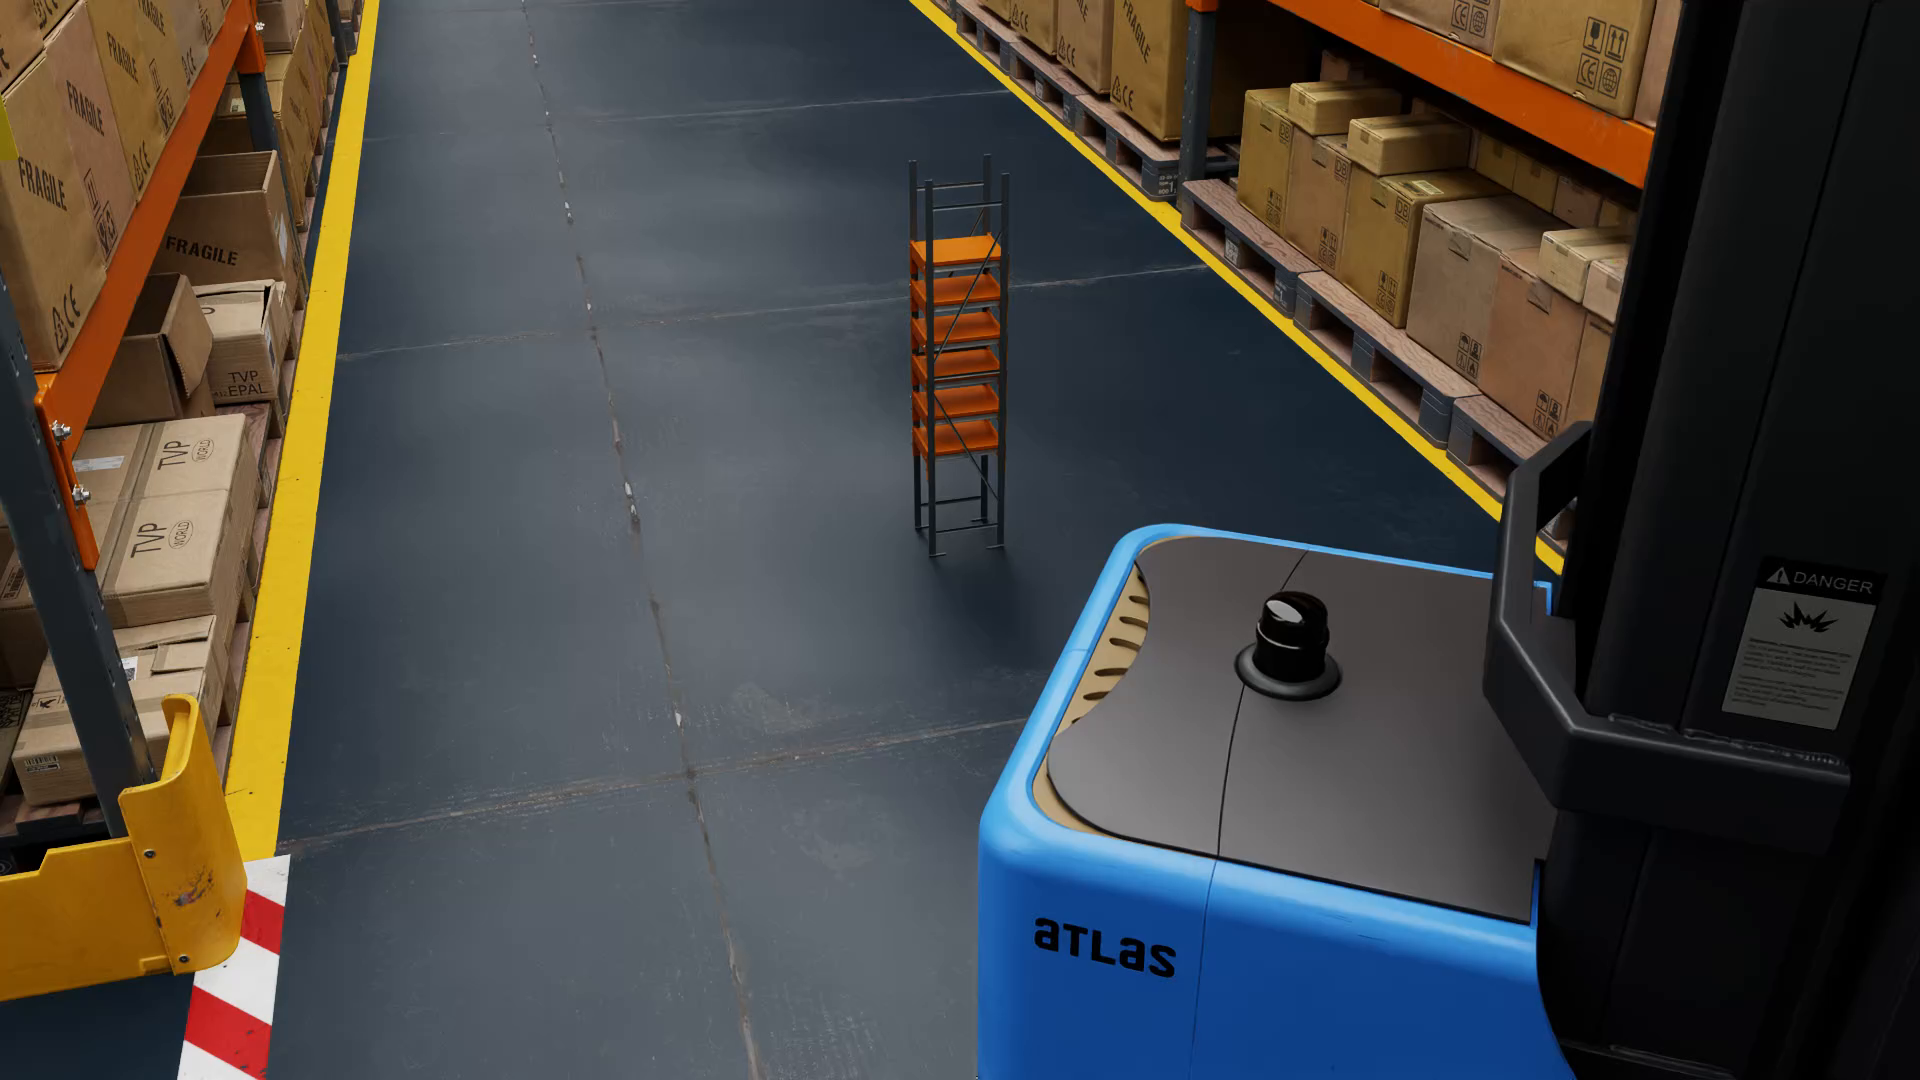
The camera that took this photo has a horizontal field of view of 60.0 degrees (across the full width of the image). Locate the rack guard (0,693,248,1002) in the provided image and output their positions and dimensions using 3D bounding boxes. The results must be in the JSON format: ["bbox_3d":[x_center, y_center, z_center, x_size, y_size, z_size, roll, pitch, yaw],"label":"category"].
[{"bbox_3d":[-2.198,0.708,3.528,1.175,0.500,0.348,-8,31,-13],"label":"rack guard"}]

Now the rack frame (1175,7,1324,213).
[{"bbox_3d":[1.536,-2.930,7.317,1.000,3.000,0.127,-8,31,-13],"label":"rack frame"}]

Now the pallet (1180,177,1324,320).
[{"bbox_3d":[1.662,-1.345,7.363,1.003,0.211,1.213,-8,31,-13],"label":"pallet"}]

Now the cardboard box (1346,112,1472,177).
[{"bbox_3d":[1.689,-1.494,6.265,0.380,0.149,0.250,-9,31,-15],"label":"cardboard box"}]

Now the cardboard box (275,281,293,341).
[{"bbox_3d":[-2.657,-0.815,6.071,0.380,0.149,0.250,-8,31,-13],"label":"cardboard box"}]

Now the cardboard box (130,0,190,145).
[{"bbox_3d":[-2.444,-1.363,4.510,0.500,0.500,0.500,-7,31,-13],"label":"cardboard box"}]

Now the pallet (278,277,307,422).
[{"bbox_3d":[-3.058,-0.730,6.302,1.003,0.211,1.213,-8,31,-13],"label":"pallet"}]

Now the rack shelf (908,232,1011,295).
[{"bbox_3d":[-0.004,-0.799,4.803,0.258,0.103,0.180,-8,31,-13],"label":"rack shelf"}]

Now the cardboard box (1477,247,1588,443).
[{"bbox_3d":[2.183,-0.664,5.479,0.700,0.500,0.500,-8,31,-13],"label":"cardboard box"}]

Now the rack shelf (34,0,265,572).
[{"bbox_3d":[-2.708,-0.992,4.688,1.077,0.370,4.000,-8,31,-13],"label":"rack shelf"}]

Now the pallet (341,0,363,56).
[{"bbox_3d":[-4.482,-3.397,10.908,1.003,0.211,1.213,-8,31,-13],"label":"pallet"}]

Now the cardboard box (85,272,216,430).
[{"bbox_3d":[-2.735,-0.473,5.125,0.797,0.503,0.637,-8,31,-13],"label":"cardboard box"}]

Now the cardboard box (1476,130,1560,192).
[{"bbox_3d":[2.136,-1.404,6.110,0.380,0.149,0.250,-8,31,-14],"label":"cardboard box"}]

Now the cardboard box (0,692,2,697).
[{"bbox_3d":[-2.559,0.324,3.752,0.500,0.500,0.500,-8,31,-13],"label":"cardboard box"}]

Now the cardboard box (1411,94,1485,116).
[{"bbox_3d":[2.001,-1.651,6.536,0.380,0.149,0.250,-9,31,-15],"label":"cardboard box"}]

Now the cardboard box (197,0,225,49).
[{"bbox_3d":[-2.721,-1.856,5.363,0.500,0.500,0.500,-7,31,-12],"label":"cardboard box"}]

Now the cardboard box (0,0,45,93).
[{"bbox_3d":[-2.041,-1.063,2.994,0.500,0.500,0.500,-7,31,-12],"label":"cardboard box"}]

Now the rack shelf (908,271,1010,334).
[{"bbox_3d":[-0.004,-0.696,4.864,0.258,0.103,0.180,-8,31,-13],"label":"rack shelf"}]

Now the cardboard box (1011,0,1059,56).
[{"bbox_3d":[0.769,-3.316,9.712,0.750,0.750,0.750,-8,31,-14],"label":"cardboard box"}]

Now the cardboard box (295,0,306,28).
[{"bbox_3d":[-3.532,-2.694,8.217,0.500,0.250,0.500,-8,31,-14],"label":"cardboard box"}]

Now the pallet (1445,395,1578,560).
[{"bbox_3d":[2.310,-0.167,5.327,1.003,0.211,1.213,-8,31,-13],"label":"pallet"}]

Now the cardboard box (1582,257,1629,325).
[{"bbox_3d":[2.106,-0.741,4.964,0.380,0.149,0.250,-8,31,-14],"label":"cardboard box"}]

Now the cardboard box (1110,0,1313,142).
[{"bbox_3d":[1.238,-2.478,8.263,0.750,0.750,0.750,-7,31,-13],"label":"cardboard box"}]

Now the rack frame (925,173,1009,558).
[{"bbox_3d":[0.020,-0.482,4.885,0.240,1.200,0.006,-8,31,-13],"label":"rack frame"}]

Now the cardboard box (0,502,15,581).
[{"bbox_3d":[-2.782,-0.030,4.614,0.500,0.250,0.500,-8,31,-13],"label":"cardboard box"}]

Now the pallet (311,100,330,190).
[{"bbox_3d":[-3.819,-2.040,8.565,1.003,0.211,1.213,-8,31,-13],"label":"pallet"}]

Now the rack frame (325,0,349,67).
[{"bbox_3d":[-4.301,-4.201,9.514,1.000,3.000,0.127,-8,31,-13],"label":"rack frame"}]

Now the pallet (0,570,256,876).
[{"bbox_3d":[-2.410,0.448,4.266,1.003,0.211,1.213,-8,31,-13],"label":"pallet"}]

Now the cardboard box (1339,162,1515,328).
[{"bbox_3d":[1.900,-1.164,6.342,0.700,0.500,0.500,-7,31,-12],"label":"cardboard box"}]

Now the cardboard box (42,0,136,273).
[{"bbox_3d":[-2.183,-0.878,3.674,0.500,0.500,0.500,-8,31,-14],"label":"cardboard box"}]

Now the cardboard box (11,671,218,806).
[{"bbox_3d":[-1.957,0.458,3.871,0.380,0.149,0.250,-8,31,-13],"label":"cardboard box"}]

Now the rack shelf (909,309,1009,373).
[{"bbox_3d":[-0.004,-0.592,4.924,0.258,0.103,0.180,-8,31,-13],"label":"rack shelf"}]

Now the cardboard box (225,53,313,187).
[{"bbox_3d":[-3.285,-1.900,7.594,0.500,0.500,0.500,-7,31,-13],"label":"cardboard box"}]

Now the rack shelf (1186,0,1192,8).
[{"bbox_3d":[1.005,-3.584,9.166,1.077,0.370,4.000,-8,31,-13],"label":"rack shelf"}]

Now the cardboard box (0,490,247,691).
[{"bbox_3d":[-2.181,0.120,4.353,0.500,0.250,0.500,-8,31,-13],"label":"cardboard box"}]

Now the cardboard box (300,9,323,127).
[{"bbox_3d":[-3.544,-2.387,8.435,0.500,0.500,0.500,-9,31,-15],"label":"cardboard box"}]

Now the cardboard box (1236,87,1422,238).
[{"bbox_3d":[1.636,-1.655,7.191,0.700,0.500,0.500,-7,31,-13],"label":"cardboard box"}]

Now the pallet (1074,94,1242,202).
[{"bbox_3d":[1.258,-2.085,8.642,1.003,0.211,1.213,-8,31,-13],"label":"pallet"}]

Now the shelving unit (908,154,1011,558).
[{"bbox_3d":[-0.004,-0.526,4.962,0.258,1.200,0.189,-8,31,-13],"label":"shelving unit"}]

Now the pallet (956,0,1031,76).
[{"bbox_3d":[0.611,-3.264,10.678,1.003,0.211,1.213,-8,31,-13],"label":"pallet"}]

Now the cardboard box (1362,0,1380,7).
[{"bbox_3d":[1.853,-2.442,6.175,0.980,0.700,0.700,-9,31,-15],"label":"cardboard box"}]

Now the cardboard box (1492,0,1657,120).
[{"bbox_3d":[2.249,-1.722,4.932,0.980,0.700,0.700,-8,31,-14],"label":"cardboard box"}]

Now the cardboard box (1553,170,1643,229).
[{"bbox_3d":[2.272,-1.158,5.684,0.380,0.149,0.250,-7,31,-13],"label":"cardboard box"}]

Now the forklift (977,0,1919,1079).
[{"bbox_3d":[1.589,0.074,2.196,3.031,2.935,1.130,9,31,16],"label":"forklift"}]

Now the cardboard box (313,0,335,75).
[{"bbox_3d":[-3.826,-2.889,9.303,0.500,0.500,0.500,-7,31,-11],"label":"cardboard box"}]
